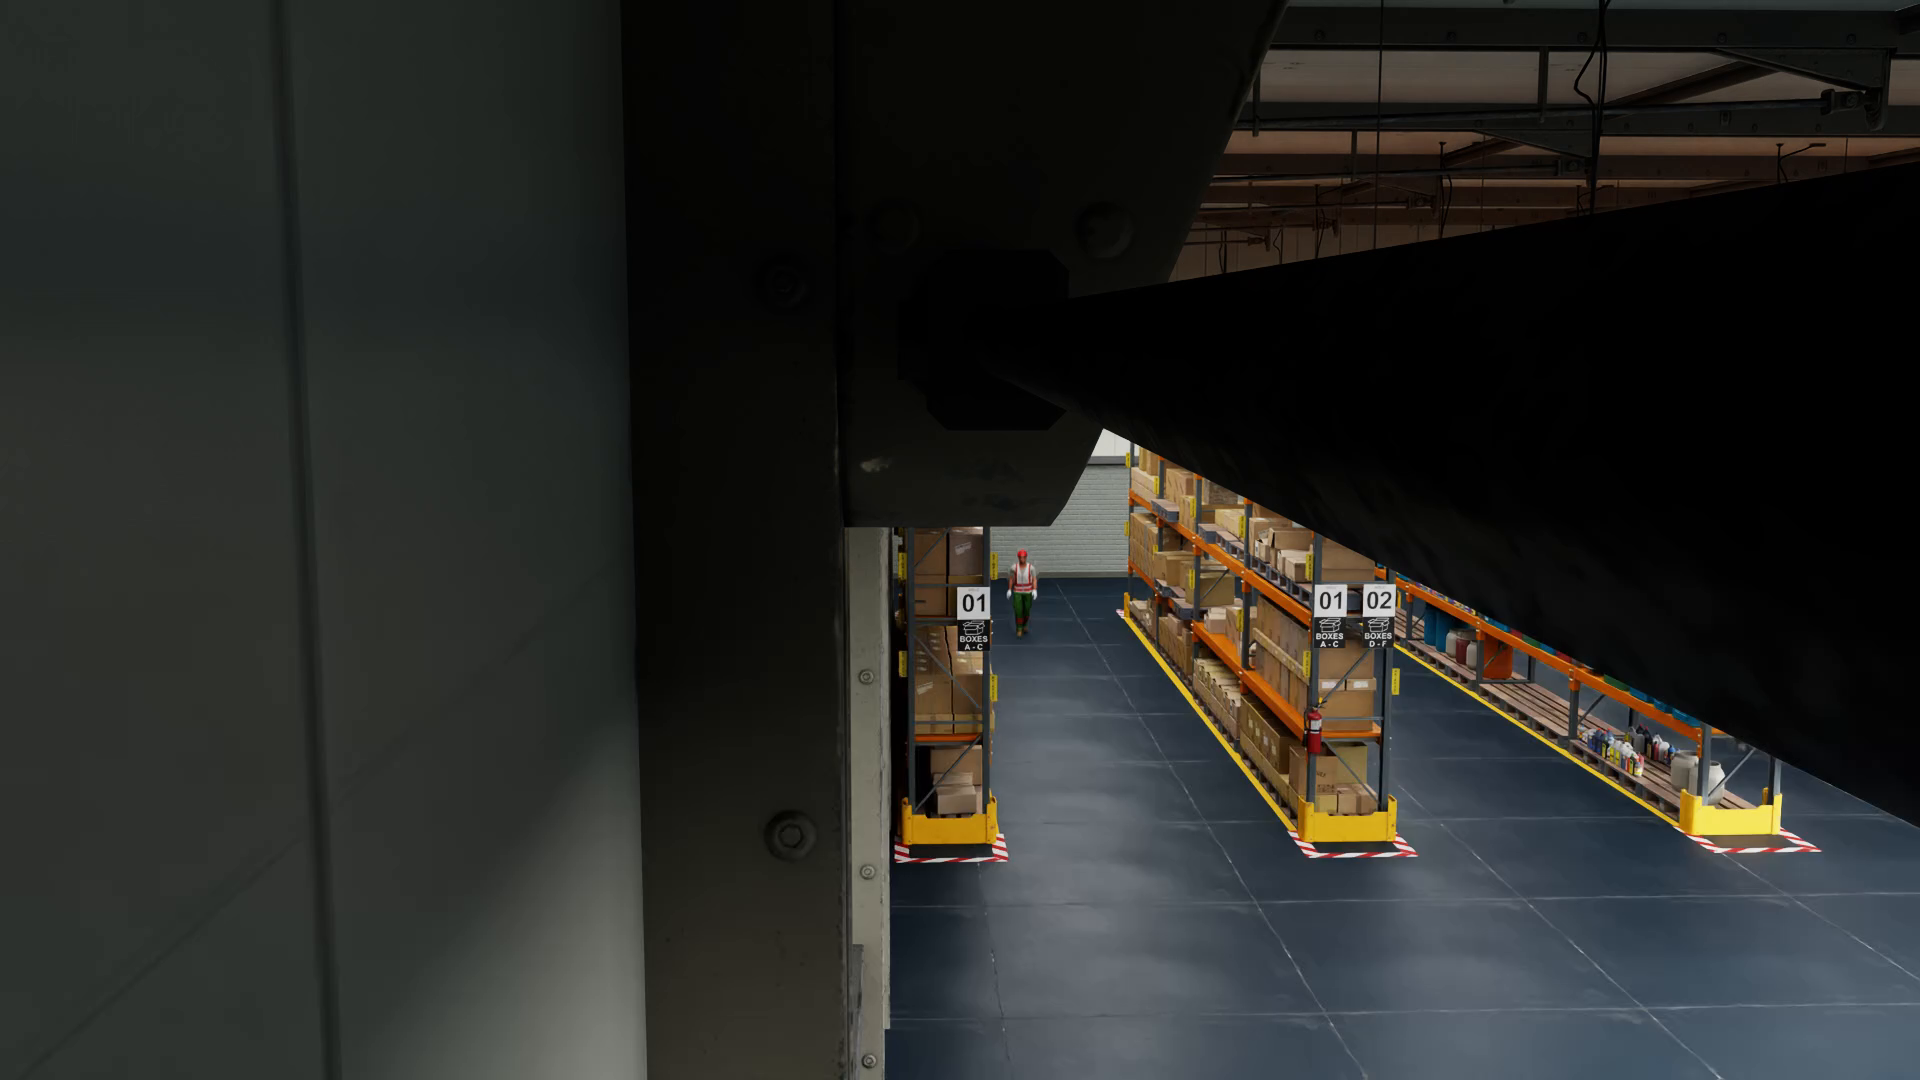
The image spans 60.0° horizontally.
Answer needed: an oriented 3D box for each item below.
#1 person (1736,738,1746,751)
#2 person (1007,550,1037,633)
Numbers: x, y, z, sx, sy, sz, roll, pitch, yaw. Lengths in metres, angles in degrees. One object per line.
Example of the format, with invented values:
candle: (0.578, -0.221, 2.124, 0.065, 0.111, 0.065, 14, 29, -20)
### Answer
person: (11.791, 2.260, 25.110, 0.602, 1.757, 0.751, 2, 7, 12)
person: (7.890, -0.712, 31.592, 13.757, 5.820, 5.812, 0, 7, -1)
